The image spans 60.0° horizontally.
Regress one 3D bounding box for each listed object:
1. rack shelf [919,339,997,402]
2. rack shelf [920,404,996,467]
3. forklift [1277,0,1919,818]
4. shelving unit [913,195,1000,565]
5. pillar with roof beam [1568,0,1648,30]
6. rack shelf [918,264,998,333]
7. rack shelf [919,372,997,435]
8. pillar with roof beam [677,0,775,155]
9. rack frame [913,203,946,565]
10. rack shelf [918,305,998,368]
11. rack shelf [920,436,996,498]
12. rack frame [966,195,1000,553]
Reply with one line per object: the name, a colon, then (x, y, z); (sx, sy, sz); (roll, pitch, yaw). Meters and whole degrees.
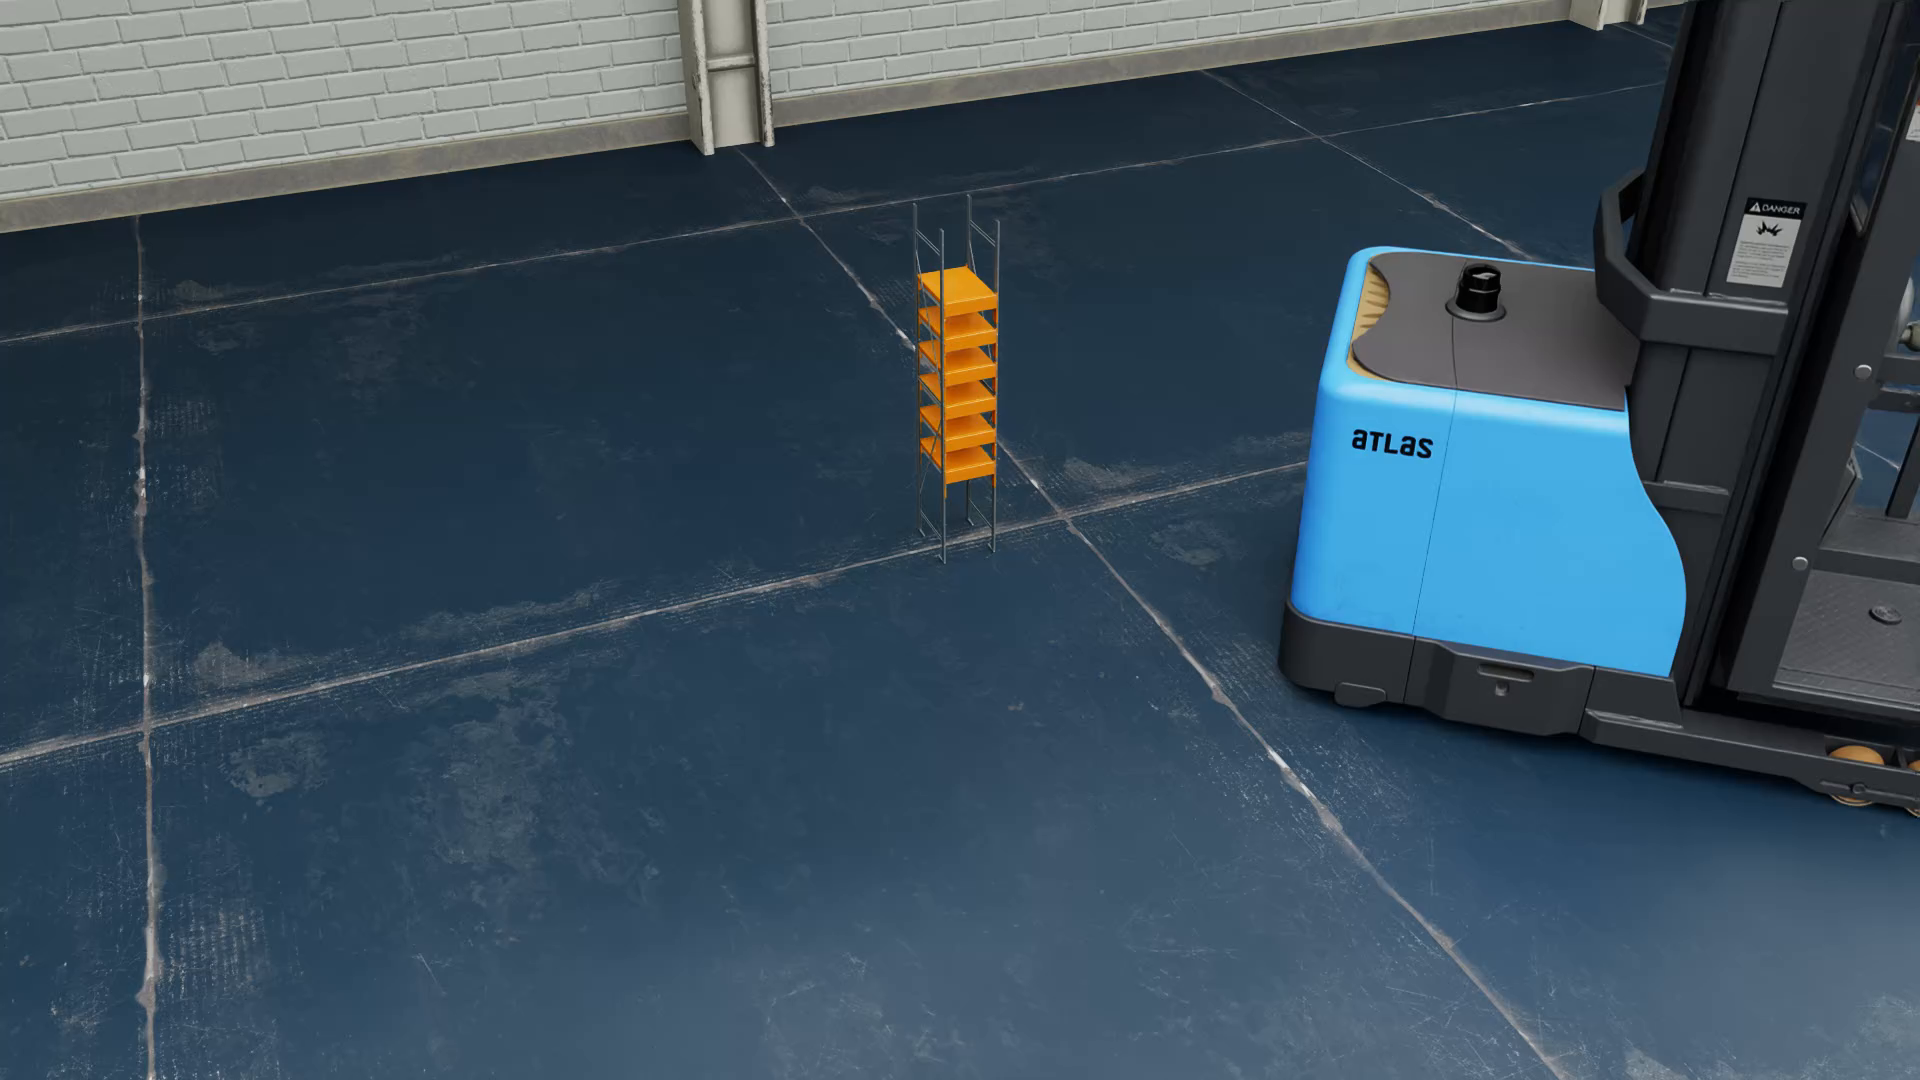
rack shelf: (-0.013, -0.563, 5.377); (0.180, 0.103, 0.258); (-13, 35, -19)
rack shelf: (-0.013, -0.362, 5.508); (0.180, 0.103, 0.258); (-13, 35, -19)
forklift: (2.537, -0.785, 4.269); (3.031, 2.935, 1.130); (9, 34, 14)
shelving unit: (-0.013, -0.500, 5.418); (0.189, 1.200, 0.258); (-13, 35, -19)
pillar with roof beam: (5.949, -5.058, 5.272); (0.400, 9.000, 9.100); (-13, 35, -19)
rack shelf: (-0.013, -0.764, 5.246); (0.180, 0.103, 0.258); (-13, 35, -19)
rack shelf: (-0.013, -0.463, 5.442); (0.180, 0.103, 0.258); (-13, 35, -19)
pillar with roof beam: (0.417, -3.791, 3.325); (0.400, 9.000, 9.100); (-13, 35, -19)
rack frame: (-0.098, -0.481, 5.388); (0.006, 1.200, 0.240); (-13, 35, -19)
rack shelf: (-0.013, -0.664, 5.311); (0.180, 0.103, 0.258); (-13, 35, -19)
rack shelf: (-0.013, -0.261, 5.573); (0.180, 0.103, 0.258); (-13, 35, -19)
rack frame: (0.071, -0.519, 5.448); (0.006, 1.200, 0.240); (-13, 35, -19)
